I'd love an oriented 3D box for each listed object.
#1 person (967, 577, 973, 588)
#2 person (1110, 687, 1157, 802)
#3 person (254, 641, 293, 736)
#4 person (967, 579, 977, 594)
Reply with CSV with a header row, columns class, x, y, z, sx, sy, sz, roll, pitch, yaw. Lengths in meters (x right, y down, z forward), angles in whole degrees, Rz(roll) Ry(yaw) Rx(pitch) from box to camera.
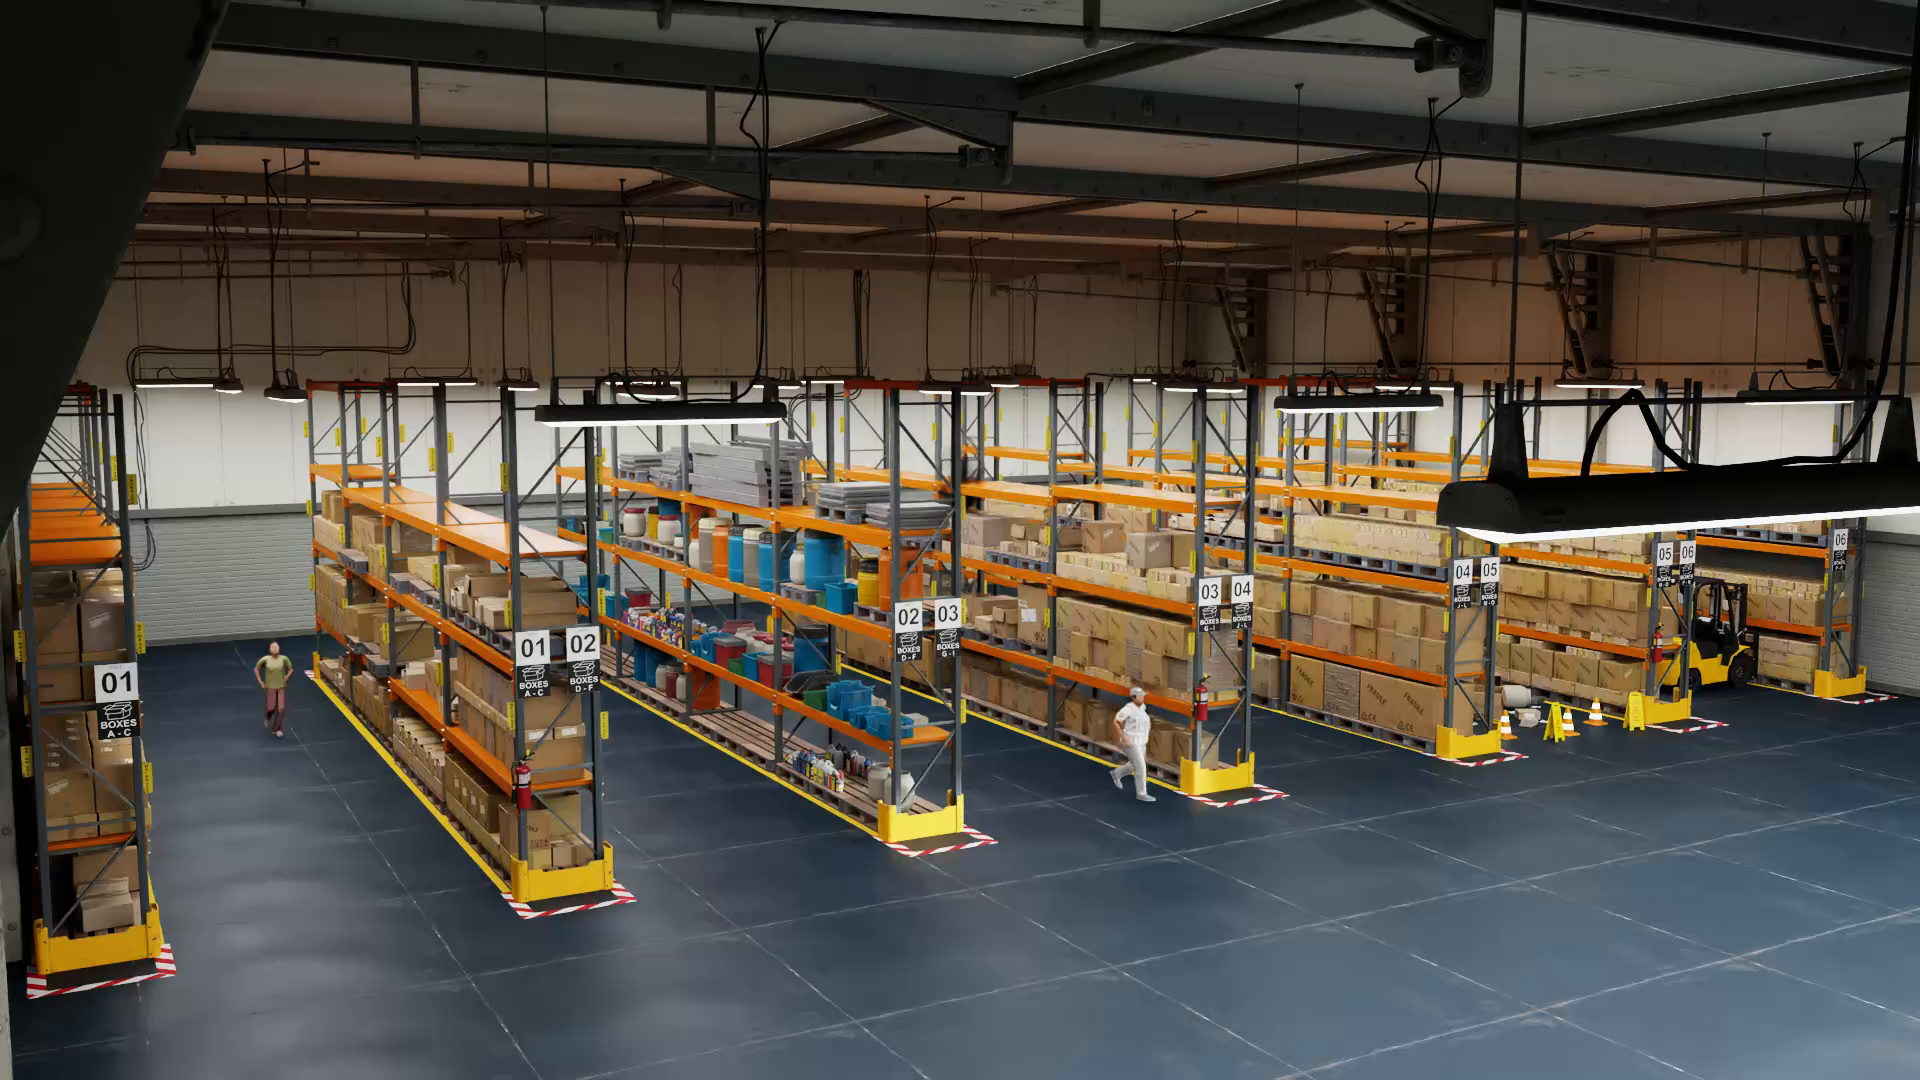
class,x,y,z,sx,sy,sz,roll,pitch,yaw
person,0.125,1.016,42.114,0.567,1.676,0.760,1,6,10
person,2.496,2.934,24.142,0.817,1.639,0.631,5,8,41
person,-11.644,2.521,28.286,0.608,1.632,0.557,-4,7,-30
person,0.431,1.075,42.310,0.524,1.563,0.562,-4,7,-33
